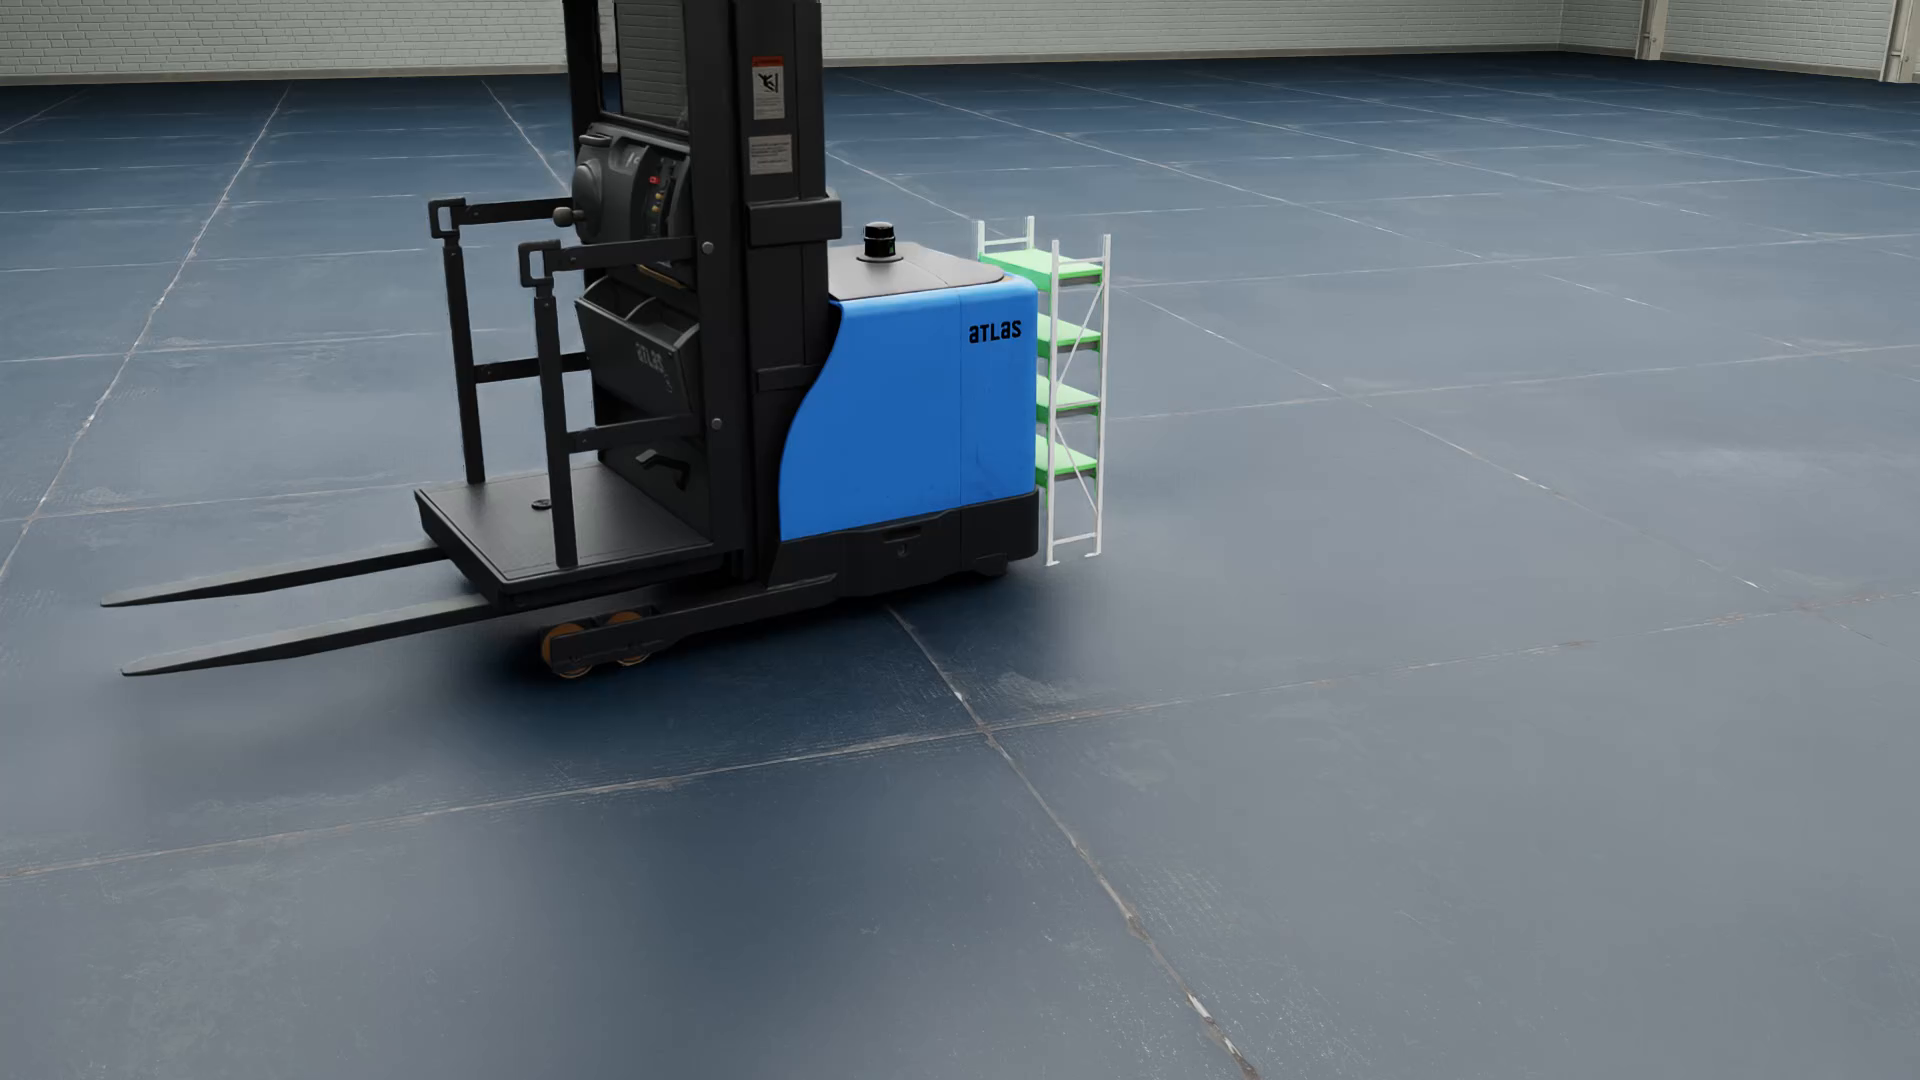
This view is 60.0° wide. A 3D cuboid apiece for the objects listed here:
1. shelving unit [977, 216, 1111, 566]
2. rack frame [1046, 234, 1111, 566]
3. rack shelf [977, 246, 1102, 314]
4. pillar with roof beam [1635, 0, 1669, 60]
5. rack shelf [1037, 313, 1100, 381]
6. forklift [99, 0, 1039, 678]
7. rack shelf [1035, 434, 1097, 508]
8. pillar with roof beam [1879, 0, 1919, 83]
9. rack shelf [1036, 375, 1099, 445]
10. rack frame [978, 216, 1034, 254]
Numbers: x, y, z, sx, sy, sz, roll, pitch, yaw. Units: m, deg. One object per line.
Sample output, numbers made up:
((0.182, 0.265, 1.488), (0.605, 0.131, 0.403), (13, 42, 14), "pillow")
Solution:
((0.297, -0.562, 6.205), (0.258, 1.200, 0.503), (-12, 23, -29), "shelving unit")
((0.424, -0.491, 6.009), (0.240, 1.200, 0.015), (-12, 23, -29), "rack frame")
((0.298, -0.953, 6.065), (0.258, 0.148, 0.480), (-12, 23, -29), "rack shelf")
((9.507, -13.279, 30.074), (9.100, 9.000, 0.400), (-6, 21, -17), "pillar with roof beam")
((0.298, -0.728, 6.146), (0.258, 0.148, 0.480), (-12, 23, -29), "rack shelf")
((-1.241, -1.150, 5.282), (3.031, 2.935, 1.130), (-12, 23, -29), "forklift")
((0.297, -0.276, 6.308), (0.258, 0.148, 0.480), (-12, 23, -29), "rack shelf")
((11.392, -11.354, 24.714), (9.100, 9.000, 0.400), (-6, 21, -17), "pillar with roof beam")
((0.297, -0.502, 6.227), (0.258, 0.148, 0.480), (-12, 23, -29), "rack shelf")
((0.171, -0.632, 6.402), (0.240, 1.200, 0.015), (-12, 23, -29), "rack frame")
